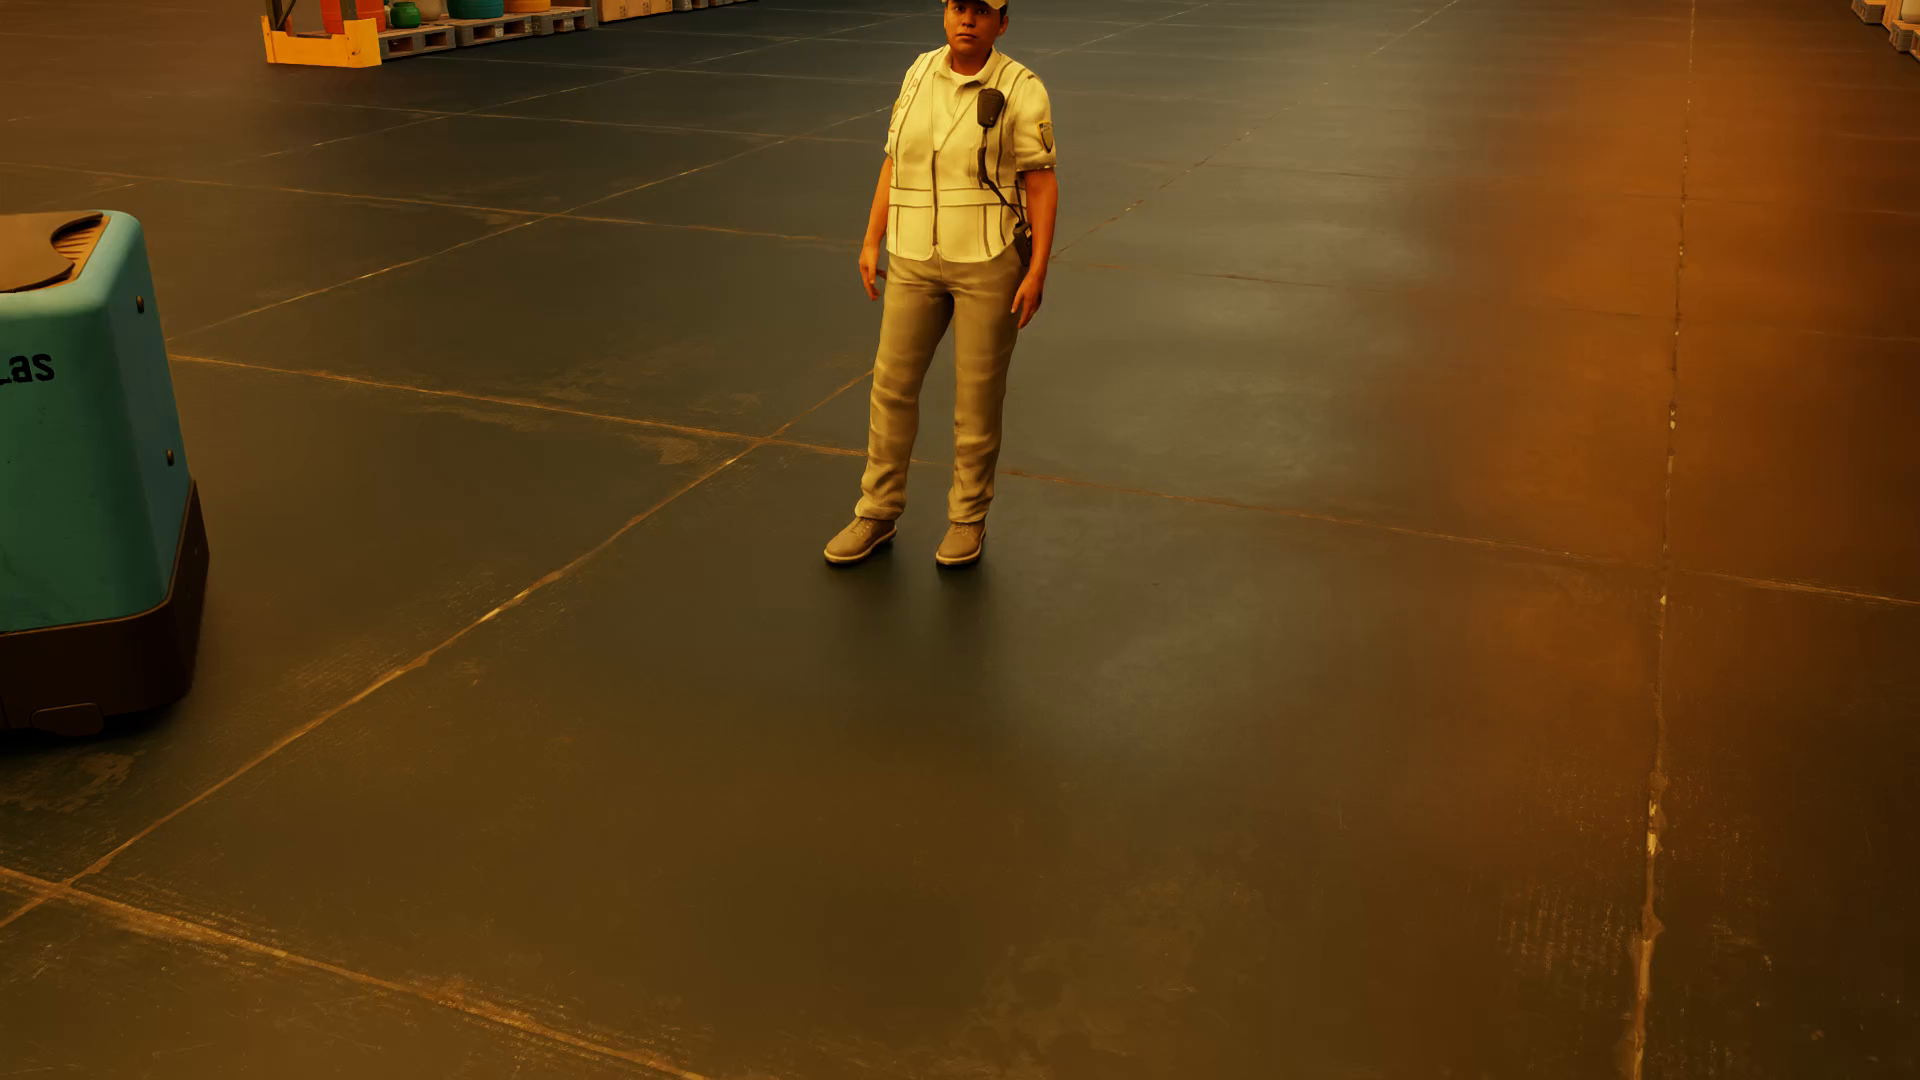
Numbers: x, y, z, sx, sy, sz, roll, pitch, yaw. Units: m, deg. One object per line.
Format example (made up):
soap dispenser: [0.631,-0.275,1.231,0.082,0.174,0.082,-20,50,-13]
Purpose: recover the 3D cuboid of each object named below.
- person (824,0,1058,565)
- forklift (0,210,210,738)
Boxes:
person: [-0.050,-0.753,4.711,0.598,1.670,0.529,9,24,21]
forklift: [-3.448,-0.888,3.418,3.031,2.935,1.130,-8,24,-18]
